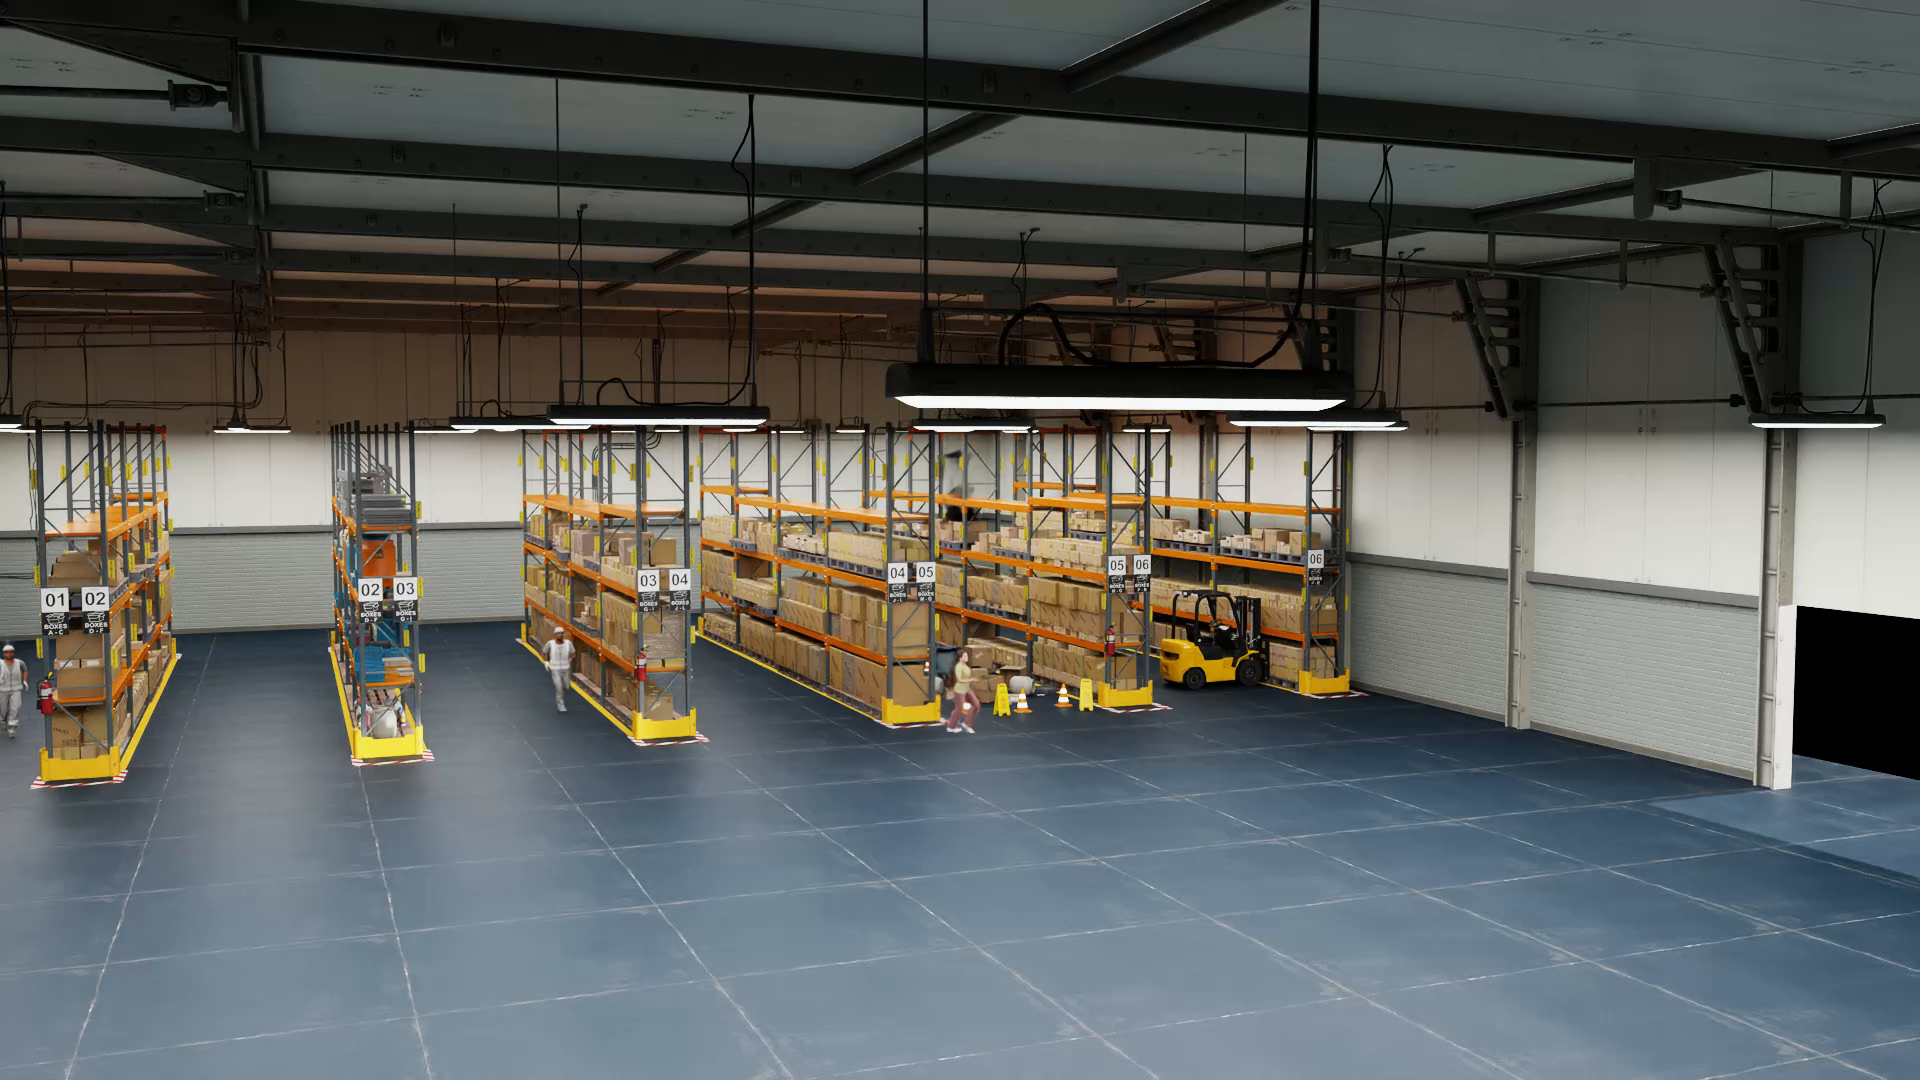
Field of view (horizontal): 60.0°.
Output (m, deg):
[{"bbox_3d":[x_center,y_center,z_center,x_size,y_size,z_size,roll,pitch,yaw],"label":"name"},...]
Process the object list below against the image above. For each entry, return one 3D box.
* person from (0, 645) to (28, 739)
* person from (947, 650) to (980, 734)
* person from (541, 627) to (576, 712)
[{"bbox_3d":[-18.039,2.868,31.565,0.658,1.758,0.790,-3,4,-36],"label":"person"},{"bbox_3d":[0.040,2.915,31.793,0.719,1.665,0.593,2,4,23],"label":"person"},{"bbox_3d":[-8.338,2.679,34.616,0.688,1.755,0.802,-2,4,-25],"label":"person"}]
